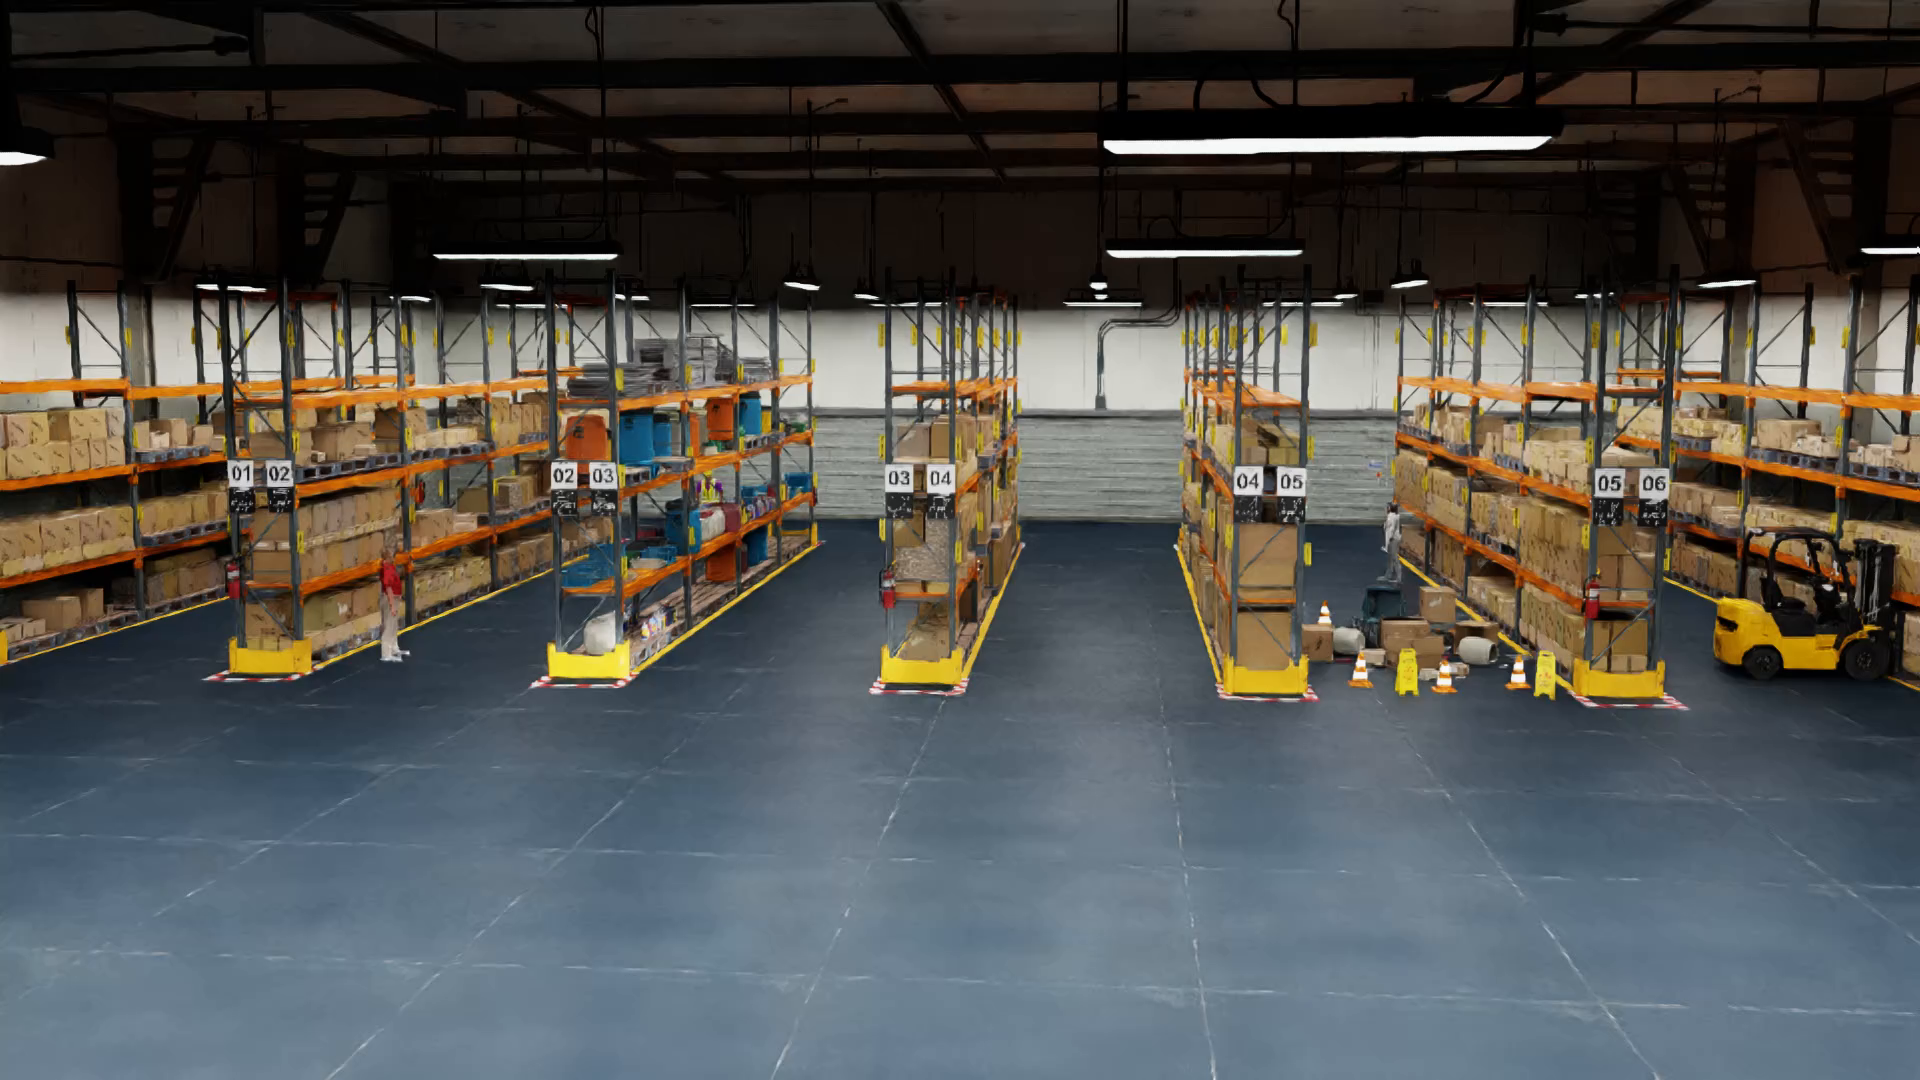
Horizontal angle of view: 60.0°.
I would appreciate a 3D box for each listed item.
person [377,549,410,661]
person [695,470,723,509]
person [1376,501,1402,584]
[{"bbox_3d":[-8.834,0.993,25.898,0.457,1.733,0.593,-3,8,-23],"label":"person"},{"bbox_3d":[-6.329,-0.932,41.947,0.719,1.713,0.578,0,7,3],"label":"person"},{"bbox_3d":[8.816,0.032,34.036,0.561,1.663,0.590,3,8,24],"label":"person"}]
